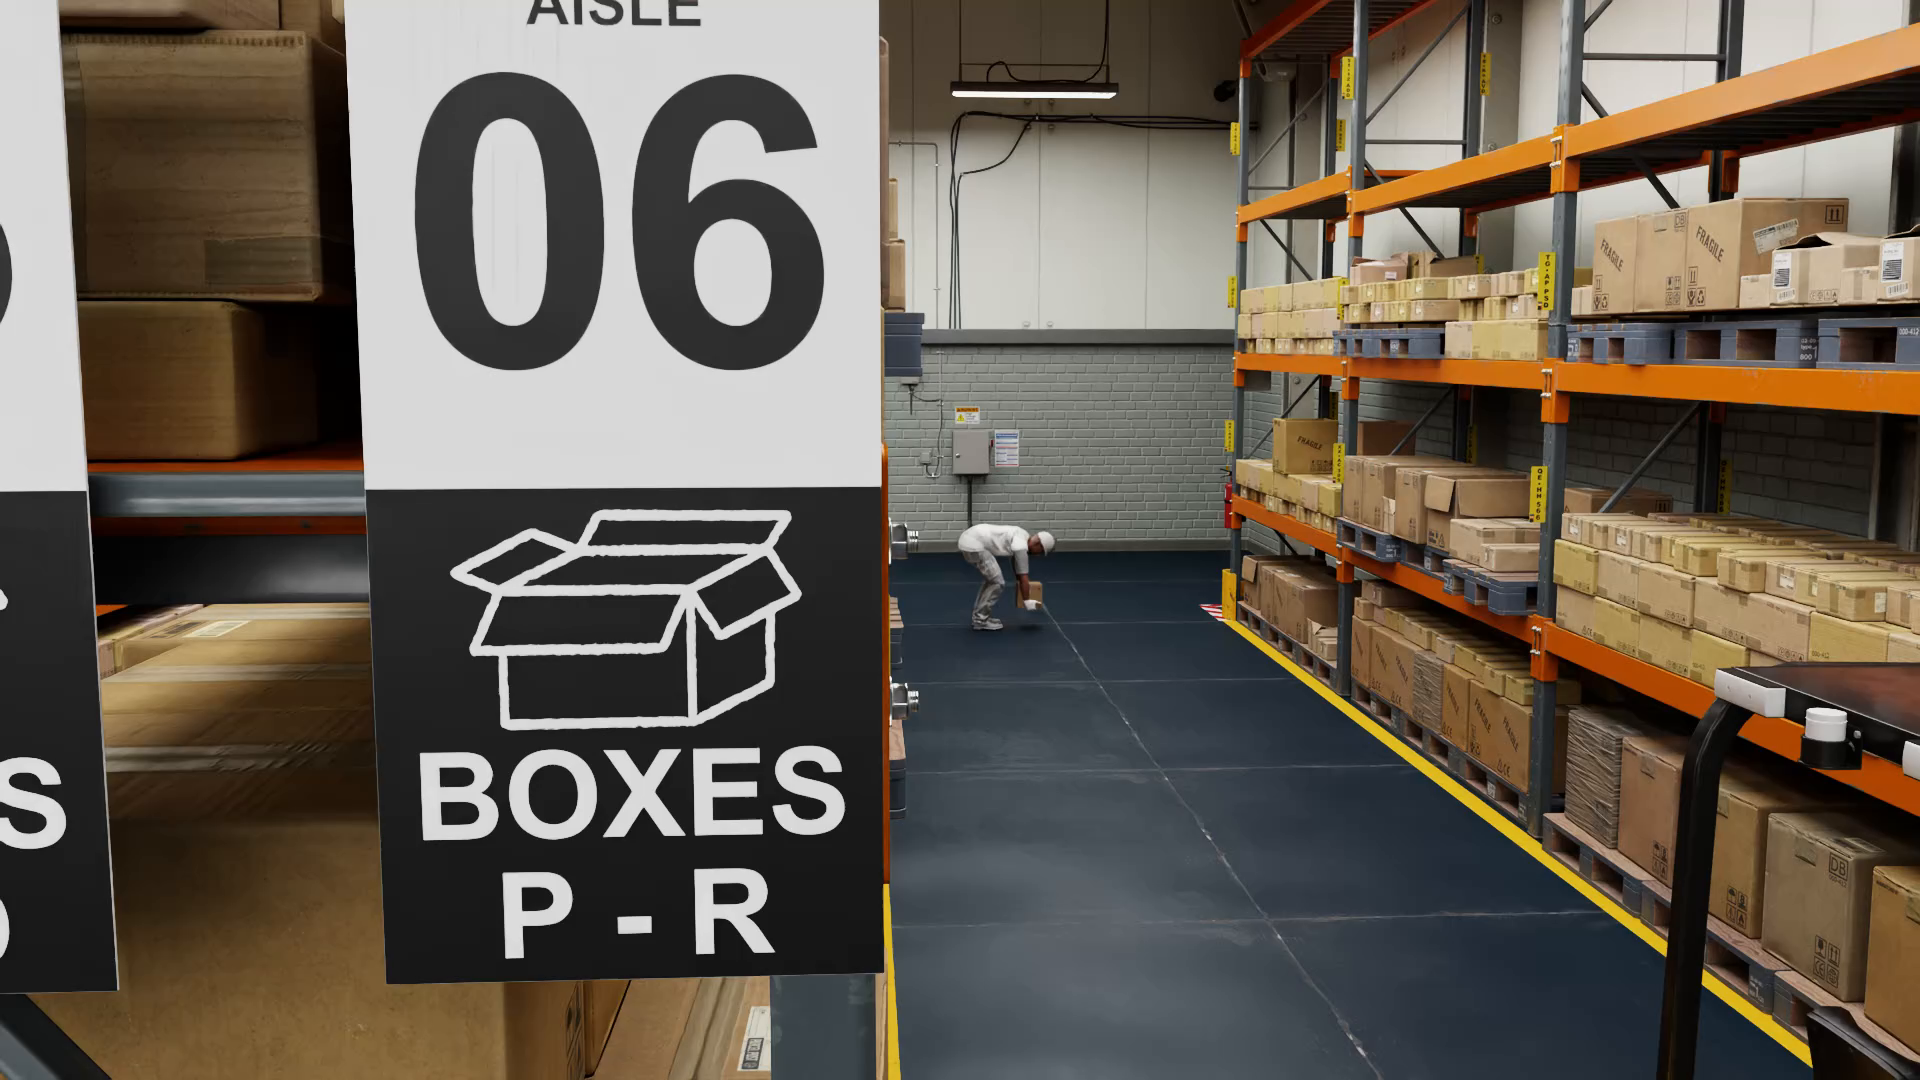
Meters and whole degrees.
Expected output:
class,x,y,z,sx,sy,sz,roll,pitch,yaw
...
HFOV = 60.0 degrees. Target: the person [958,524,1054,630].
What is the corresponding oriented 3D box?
class,x,y,z,sx,sy,sz,roll,pitch,yaw
person,0.476,0.365,17.066,0.991,1.075,0.513,-1,7,-6
